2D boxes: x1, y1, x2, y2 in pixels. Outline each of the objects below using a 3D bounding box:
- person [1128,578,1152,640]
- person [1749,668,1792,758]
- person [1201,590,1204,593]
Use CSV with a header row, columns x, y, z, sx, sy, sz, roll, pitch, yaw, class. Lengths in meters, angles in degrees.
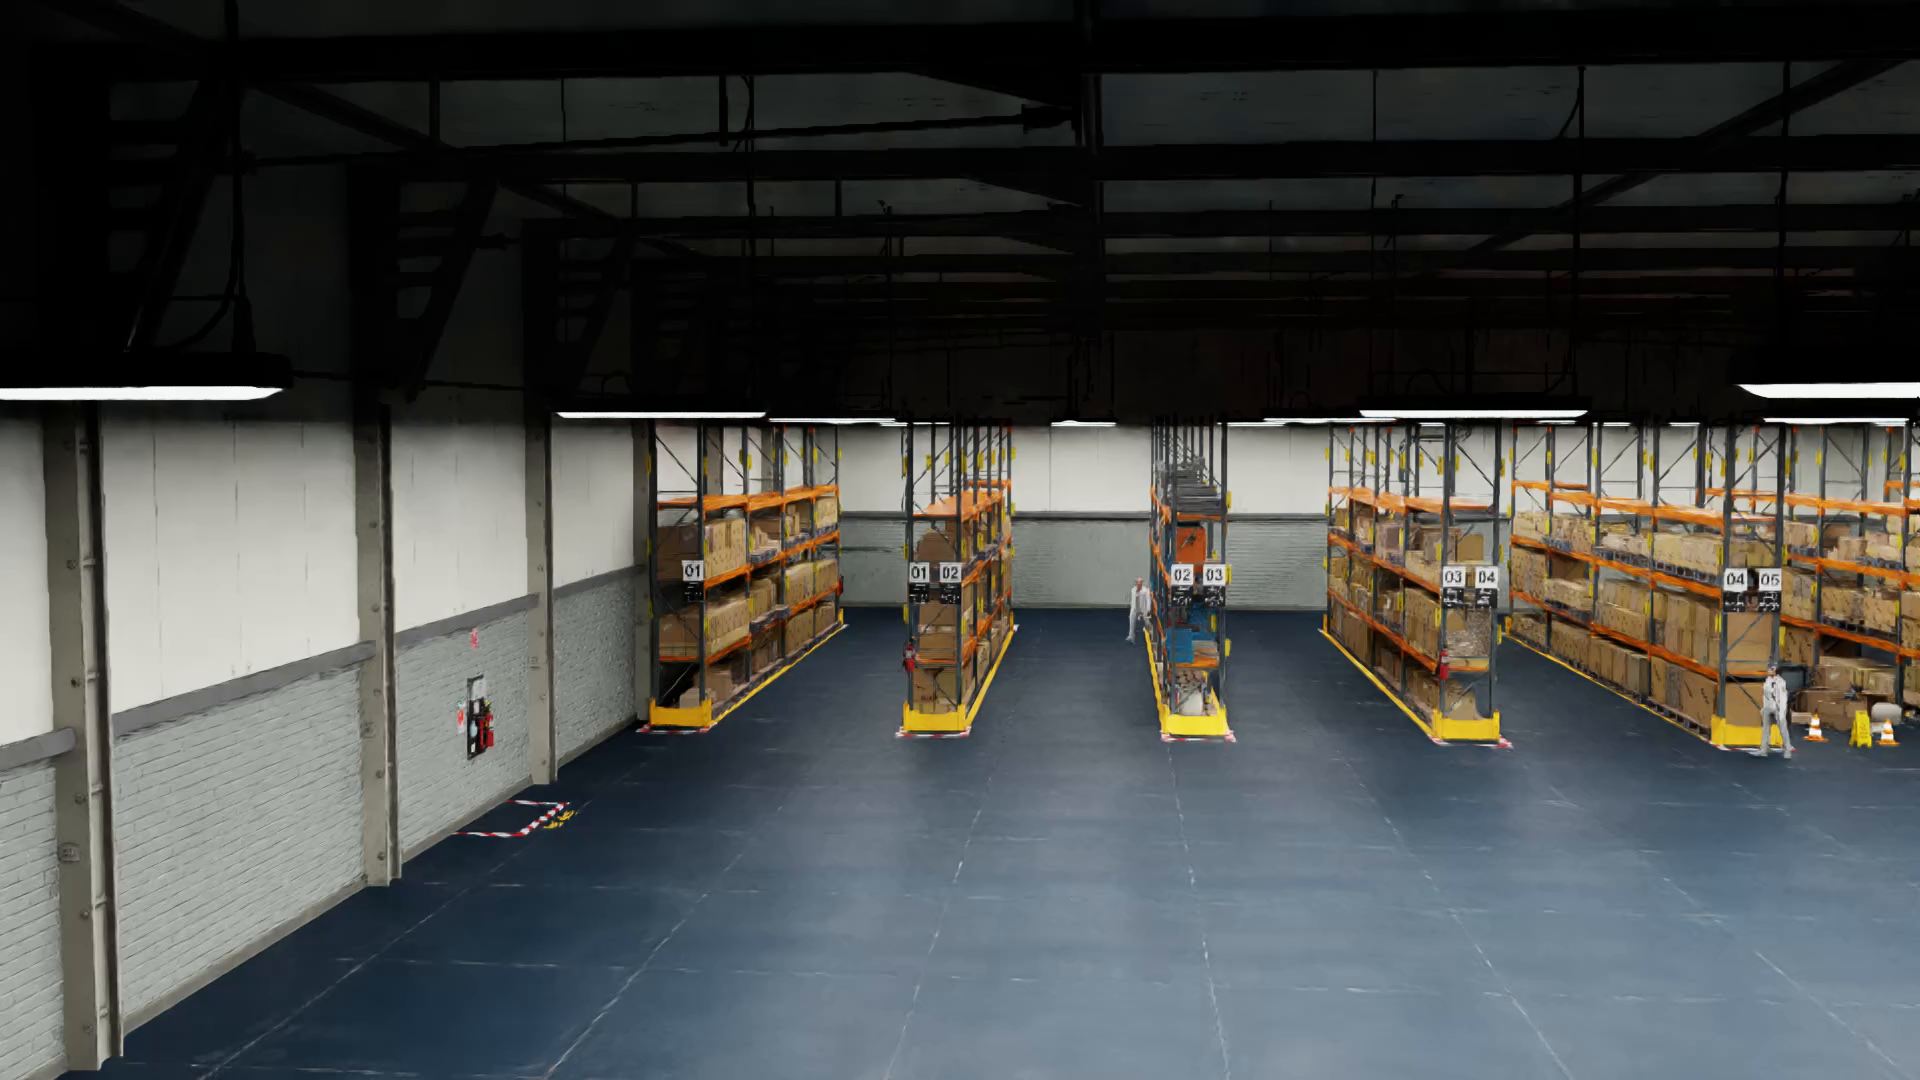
x,y,z,sx,sy,sz,roll,pitch,yaw,class
4.861,1.829,44.646,0.635,1.664,0.825,2,4,27,person
14.134,2.950,28.911,0.602,1.642,0.578,-1,4,-15,person
7.494,1.499,50.590,0.553,1.519,0.936,0,4,7,person
